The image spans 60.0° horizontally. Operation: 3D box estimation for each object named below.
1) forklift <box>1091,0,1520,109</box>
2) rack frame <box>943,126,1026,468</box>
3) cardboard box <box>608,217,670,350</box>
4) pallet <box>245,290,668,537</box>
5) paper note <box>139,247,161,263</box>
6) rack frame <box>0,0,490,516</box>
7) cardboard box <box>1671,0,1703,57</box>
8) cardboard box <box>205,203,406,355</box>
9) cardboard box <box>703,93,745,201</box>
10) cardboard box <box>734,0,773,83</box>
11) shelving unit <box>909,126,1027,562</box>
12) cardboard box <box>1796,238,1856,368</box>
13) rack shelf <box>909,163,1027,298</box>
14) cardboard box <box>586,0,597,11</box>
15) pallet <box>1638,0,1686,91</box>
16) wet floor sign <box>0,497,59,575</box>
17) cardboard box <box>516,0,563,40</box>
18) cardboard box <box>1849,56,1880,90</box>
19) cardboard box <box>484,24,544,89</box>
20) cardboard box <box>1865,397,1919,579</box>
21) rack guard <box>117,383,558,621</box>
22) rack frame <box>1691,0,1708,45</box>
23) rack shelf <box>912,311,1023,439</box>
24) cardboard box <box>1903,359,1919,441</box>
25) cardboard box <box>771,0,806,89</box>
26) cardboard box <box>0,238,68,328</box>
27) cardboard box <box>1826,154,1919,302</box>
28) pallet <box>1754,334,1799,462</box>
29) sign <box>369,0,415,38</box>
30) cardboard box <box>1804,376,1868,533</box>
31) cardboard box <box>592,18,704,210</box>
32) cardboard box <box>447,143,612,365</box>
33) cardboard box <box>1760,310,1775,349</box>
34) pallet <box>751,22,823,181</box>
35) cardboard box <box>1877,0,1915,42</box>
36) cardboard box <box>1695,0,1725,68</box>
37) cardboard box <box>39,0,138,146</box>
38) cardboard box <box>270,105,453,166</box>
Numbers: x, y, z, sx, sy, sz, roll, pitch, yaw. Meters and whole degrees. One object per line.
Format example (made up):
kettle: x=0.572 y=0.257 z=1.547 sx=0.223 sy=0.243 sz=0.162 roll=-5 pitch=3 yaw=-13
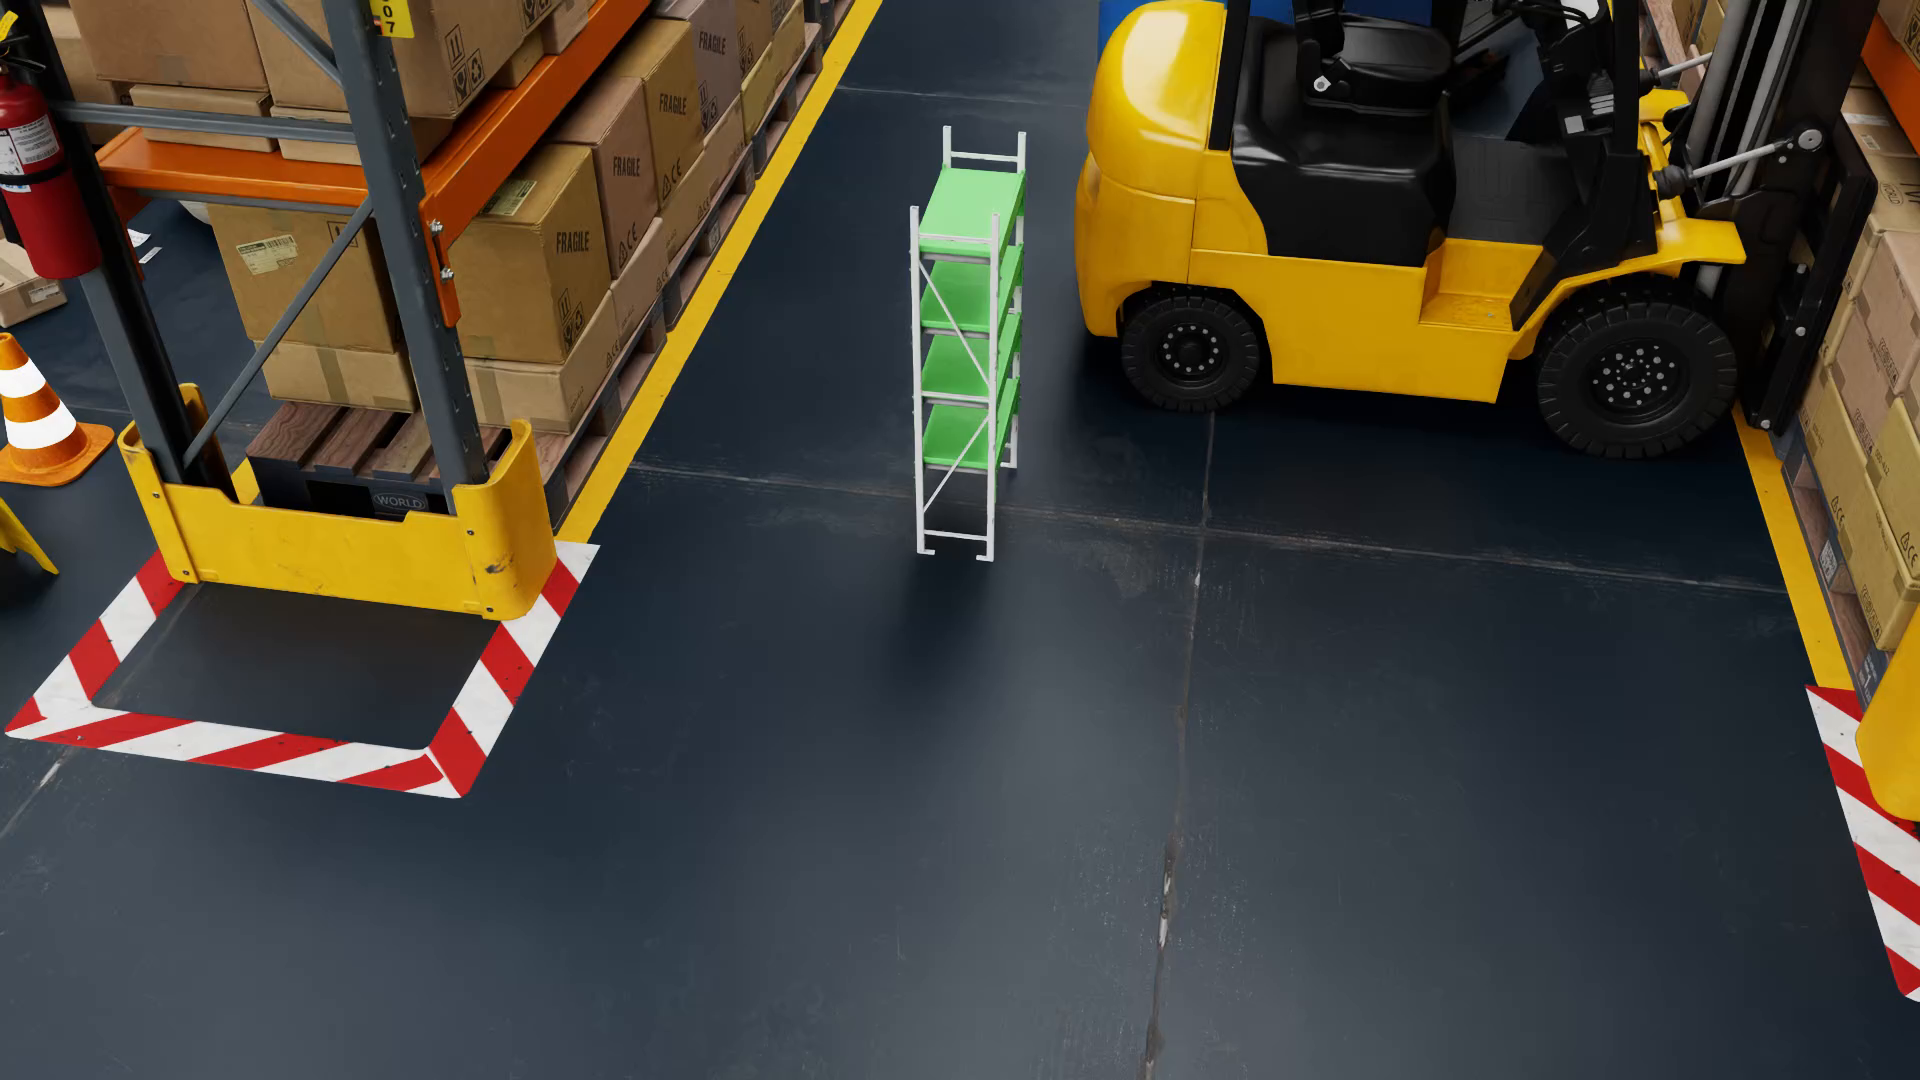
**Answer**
forklift: x=1.912 y=-3.335 z=6.984 sx=1.130 sy=2.935 sz=3.031 roll=29 pitch=48 yaw=30
rack frame: x=0.071 y=-0.719 z=5.179 sx=0.240 sy=1.200 sz=0.015 roll=6 pitch=40 yaw=8
cardboard box: x=-1.353 y=-0.930 z=5.850 sx=0.500 sy=0.250 sz=0.500 roll=8 pitch=40 yaw=9
pallet: x=-1.672 y=-0.512 z=5.704 sx=1.003 sy=0.211 sz=1.213 roll=6 pitch=40 yaw=8
paper note: x=-3.221 y=-1.133 z=6.613 sx=0.032 sy=0.001 sz=0.123 roll=6 pitch=40 yaw=8
rack frame: x=-1.861 y=-1.033 z=4.145 sx=1.000 sy=3.000 sz=0.127 roll=6 pitch=40 yaw=8
cardboard box: x=3.800 y=-2.574 z=7.543 sx=0.875 sy=0.625 sz=0.625 roll=8 pitch=40 yaw=10
cardboard box: x=-1.979 y=-0.956 z=5.292 sx=0.500 sy=0.500 sz=0.500 roll=7 pitch=40 yaw=8
cardboard box: x=-1.181 y=-1.591 z=6.649 sx=0.500 sy=0.250 sz=0.500 roll=7 pitch=40 yaw=8
cardboard box: x=-1.093 y=-2.214 z=6.814 sx=0.500 sy=0.500 sz=0.500 roll=7 pitch=40 yaw=8
shelving unit: x=0.029 y=-0.566 z=4.993 sx=0.258 sy=1.200 sz=0.503 roll=6 pitch=40 yaw=8
cardboard box: x=2.971 y=-0.763 z=5.254 sx=0.500 sy=0.250 sz=0.500 roll=6 pitch=40 yaw=7
rack shelf: x=0.029 y=-0.887 z=4.728 sx=0.258 sy=0.148 sz=0.480 roll=6 pitch=40 yaw=8
cardboard box: x=-1.342 y=-1.764 z=5.227 sx=0.380 sy=0.149 sz=0.250 roll=7 pitch=40 yaw=9
pallet: x=3.810 y=-2.390 z=7.976 sx=1.003 sy=0.211 sz=1.213 roll=6 pitch=40 yaw=8
wet floor sign: x=-2.947 y=-0.124 z=4.894 sx=0.267 sy=0.644 sz=0.232 roll=20 pitch=44 yaw=23
cardboard box: x=-1.419 y=-1.778 z=4.735 sx=0.500 sy=0.500 sz=0.500 roll=8 pitch=40 yaw=9
cardboard box: x=3.155 y=-1.584 z=5.855 sx=0.500 sy=0.250 sz=0.500 roll=8 pitch=40 yaw=9
cardboard box: x=-1.443 y=-1.444 z=4.840 sx=0.380 sy=0.149 sz=0.250 roll=5 pitch=40 yaw=6
cardboard box: x=2.805 y=-0.123 z=4.480 sx=0.500 sy=0.250 sz=0.500 roll=6 pitch=40 yaw=7
rack guard: x=-1.848 y=-0.117 z=5.000 sx=1.175 sy=0.500 sz=0.348 roll=6 pitch=40 yaw=8
rack frame: x=3.721 y=-2.998 z=6.523 sx=1.000 sy=3.000 sz=0.127 roll=6 pitch=40 yaw=8
rack shelf: x=0.029 y=-0.517 z=5.034 sx=0.258 sy=0.148 sz=0.480 roll=6 pitch=40 yaw=8
cardboard box: x=2.801 y=-0.299 z=4.301 sx=0.500 sy=0.250 sz=0.500 roll=8 pitch=40 yaw=9
cardboard box: x=-1.006 y=-2.245 z=7.439 sx=0.500 sy=0.250 sz=0.500 roll=8 pitch=40 yaw=10
cardboard box: x=-3.624 y=-0.979 z=6.318 sx=0.380 sy=0.149 sz=0.250 roll=28 pitch=47 yaw=30
cardboard box: x=2.961 y=-0.938 z=5.074 sx=0.500 sy=0.250 sz=0.500 roll=7 pitch=40 yaw=8
pallet: x=3.333 y=-0.661 z=5.884 sx=1.003 sy=0.211 sz=1.213 roll=6 pitch=40 yaw=8
sign: x=-1.326 y=-1.307 z=3.797 sx=0.100 sy=0.325 sz=0.005 roll=6 pitch=40 yaw=8
cardboard box: x=2.894 y=-0.231 z=5.004 sx=0.500 sy=0.250 sz=0.500 roll=6 pitch=40 yaw=8
cardboard box: x=-1.264 y=-1.557 z=6.020 sx=0.500 sy=0.500 sz=0.500 roll=7 pitch=40 yaw=9
cardboard box: x=-1.445 y=-0.915 z=5.242 sx=0.500 sy=0.500 sz=0.500 roll=5 pitch=40 yaw=6
cardboard box: x=3.058 y=-0.872 z=5.779 sx=0.500 sy=0.250 sz=0.500 roll=8 pitch=40 yaw=9
pallet: x=-1.250 y=-2.043 z=7.556 sx=1.003 sy=0.211 sz=1.213 roll=6 pitch=40 yaw=8
cardboard box: x=3.119 y=-1.827 z=5.028 sx=0.500 sy=0.500 sz=0.500 roll=7 pitch=40 yaw=8
cardboard box: x=3.333 y=-2.024 z=6.780 sx=0.500 sy=0.250 sz=0.500 roll=6 pitch=40 yaw=7
cardboard box: x=-3.897 y=-2.093 z=7.280 sx=0.797 sy=0.637 sz=0.503 roll=6 pitch=40 yaw=8
cardboard box: x=-1.598 y=-1.127 z=4.456 sx=0.380 sy=0.149 sz=0.250 roll=7 pitch=40 yaw=8
